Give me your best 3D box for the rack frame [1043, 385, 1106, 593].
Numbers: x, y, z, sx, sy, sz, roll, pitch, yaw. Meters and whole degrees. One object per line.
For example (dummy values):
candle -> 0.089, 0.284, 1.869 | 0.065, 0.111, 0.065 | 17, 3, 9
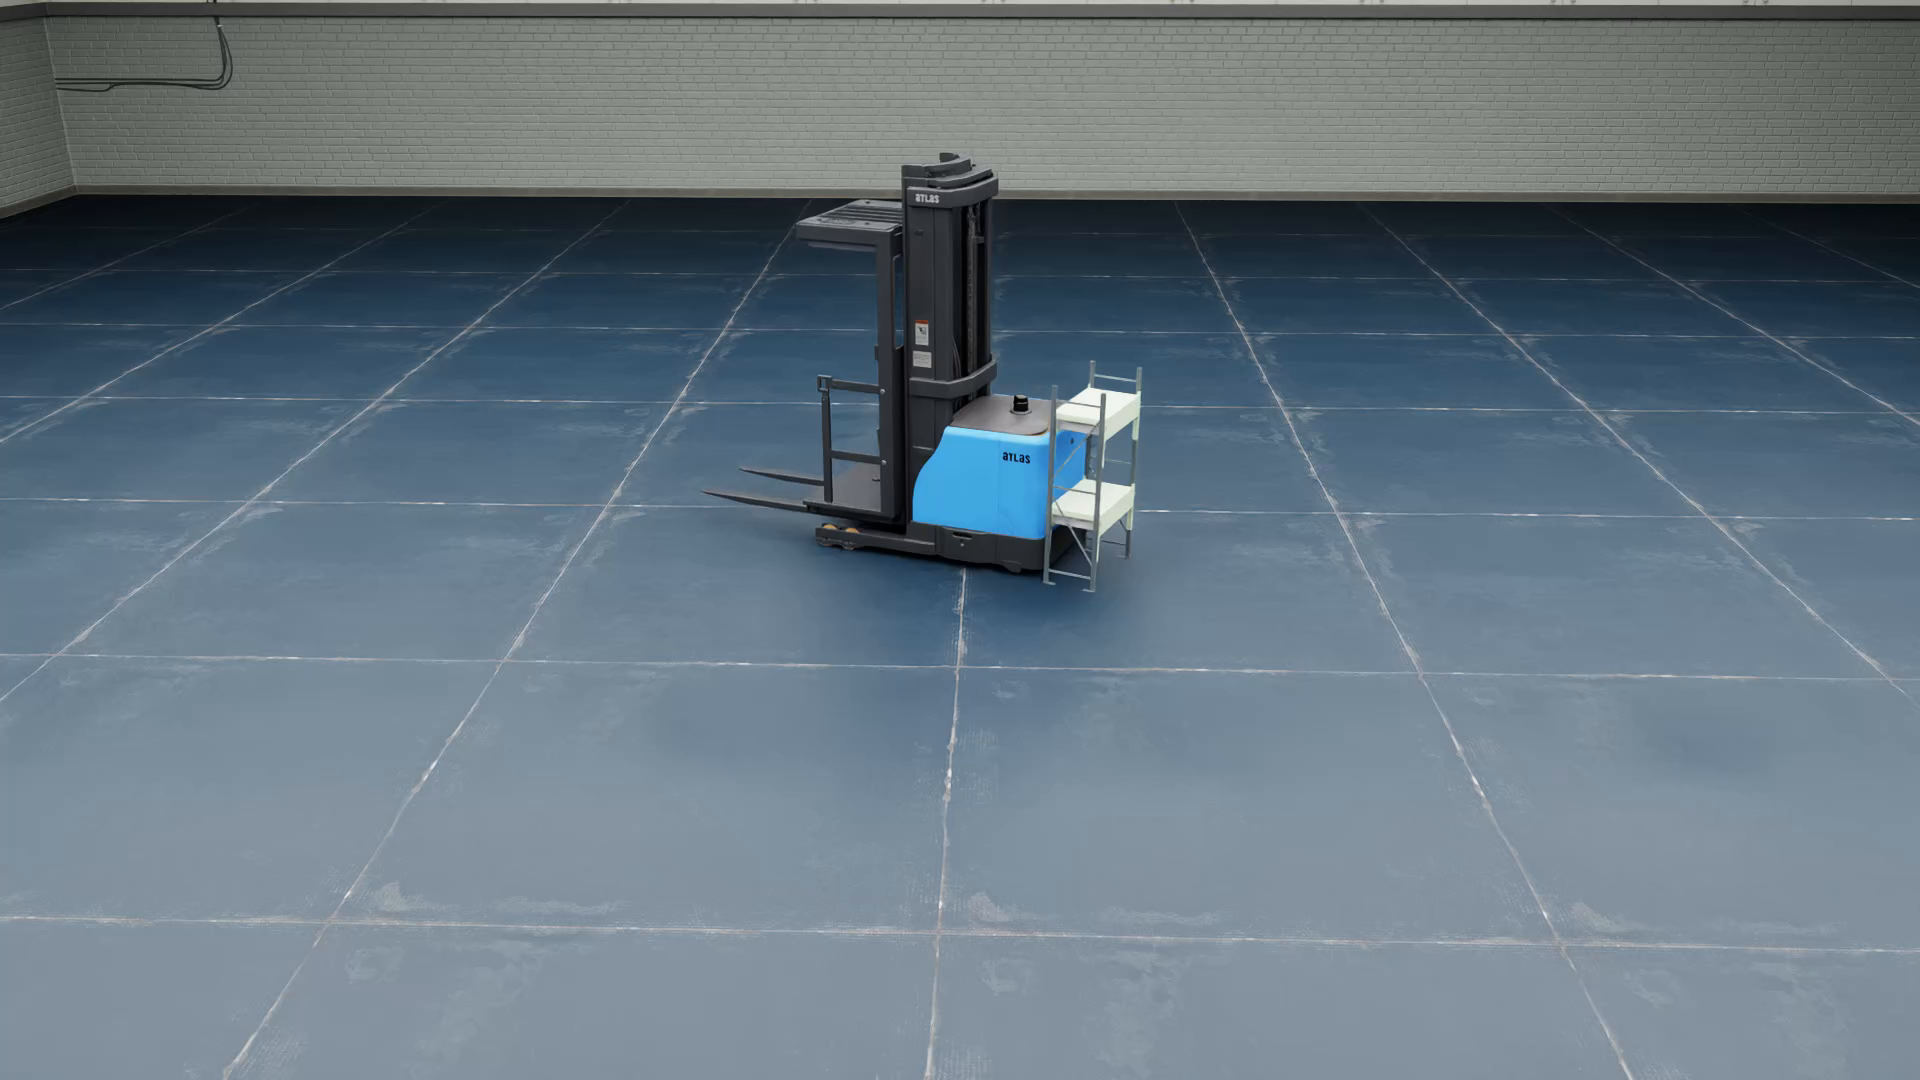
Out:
rack frame -> 0.812, -0.351, 11.844 | 0.400, 1.500, 0.023 | 11, 24, 23

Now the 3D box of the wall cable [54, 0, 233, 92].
wall cable -> -13.454, -8.559, 26.940 | 3.097, 2.526, 0.112 | 1, 21, 2

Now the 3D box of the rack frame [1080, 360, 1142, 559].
rack frame -> 1.128, -0.590, 12.460 | 0.400, 1.500, 0.023 | 11, 24, 23

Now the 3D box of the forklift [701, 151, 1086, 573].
forklift -> -0.573, -1.454, 12.725 | 3.031, 2.935, 1.130 | 9, 23, 21

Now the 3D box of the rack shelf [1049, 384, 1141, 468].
rack shelf -> 0.978, -0.832, 12.007 | 0.431, 0.370, 0.720 | 11, 24, 23

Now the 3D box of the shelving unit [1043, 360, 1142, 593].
shelving unit -> 0.970, -0.470, 12.152 | 0.431, 1.500, 0.755 | 11, 24, 23

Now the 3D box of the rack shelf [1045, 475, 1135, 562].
rack shelf -> 0.963, -0.167, 12.273 | 0.431, 0.370, 0.720 | 11, 24, 23
